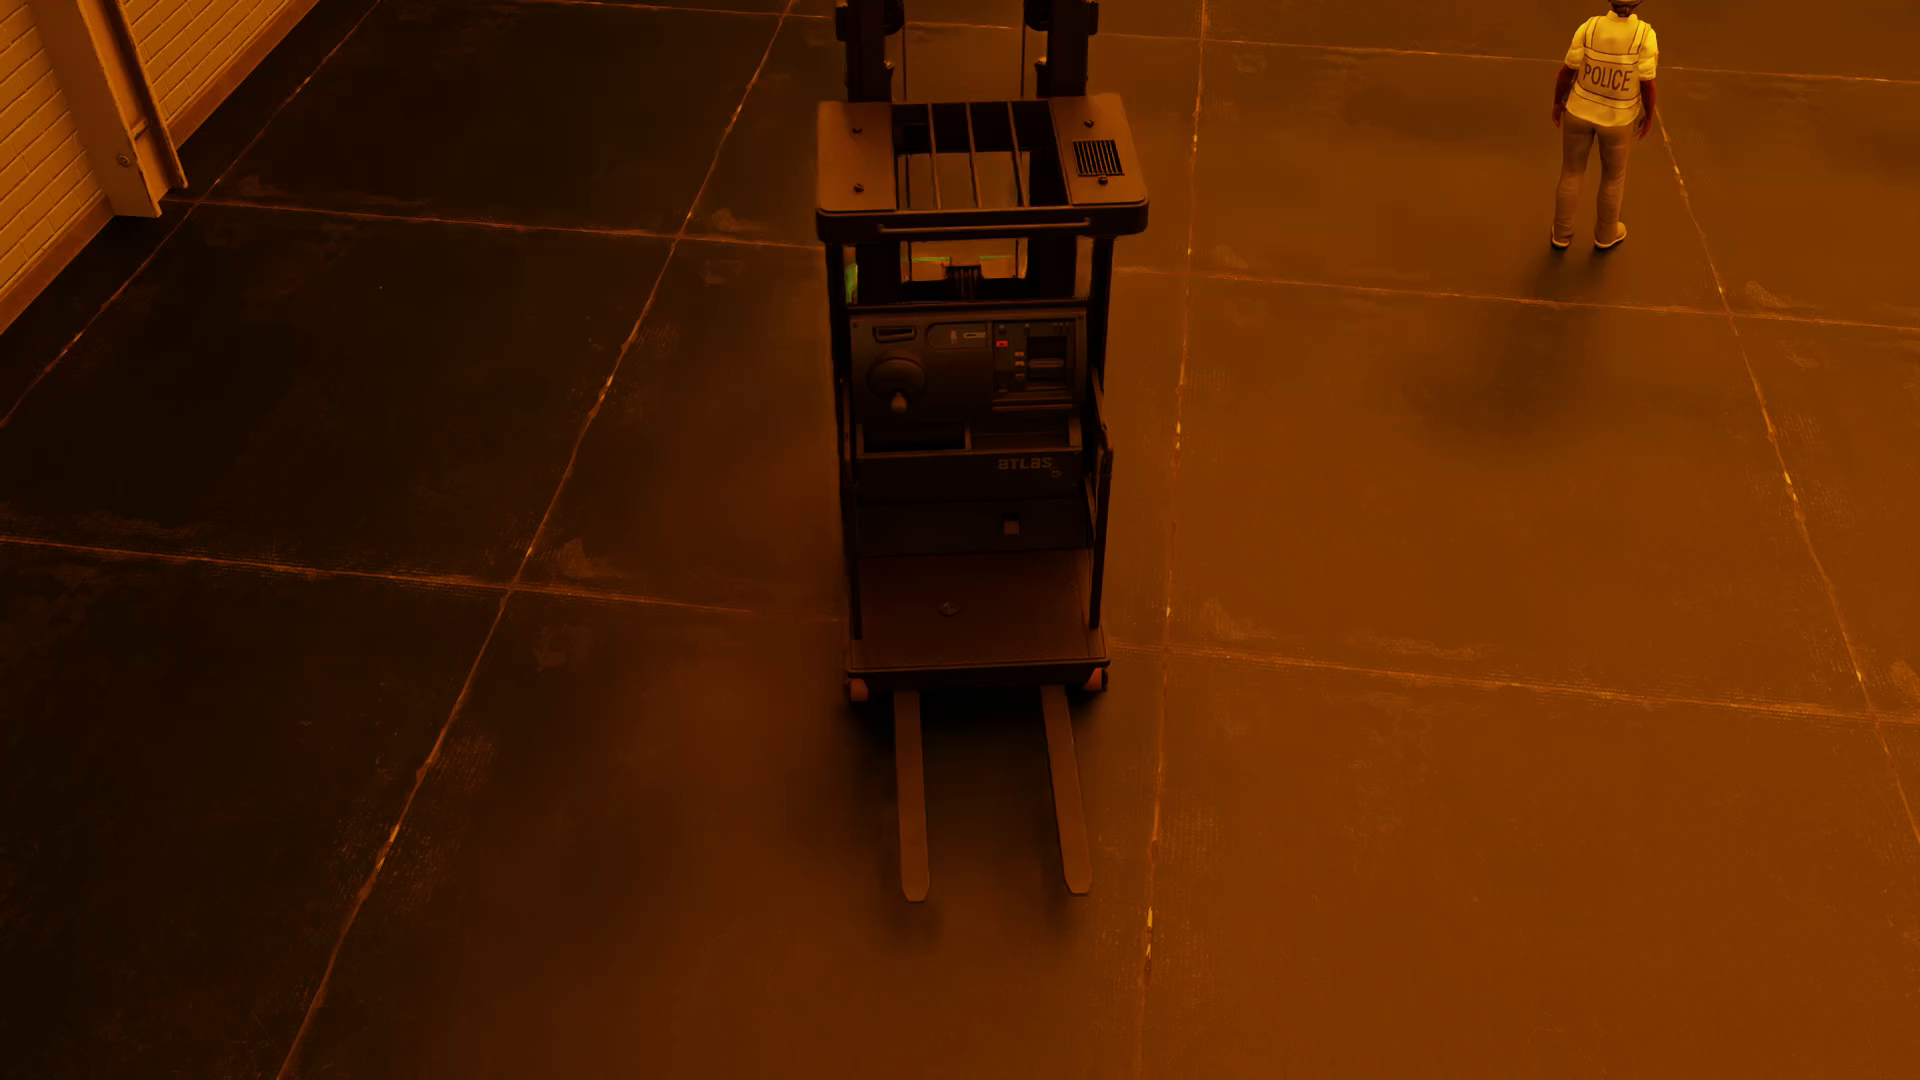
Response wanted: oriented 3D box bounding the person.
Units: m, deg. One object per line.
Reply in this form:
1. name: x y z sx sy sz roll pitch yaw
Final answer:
1. person: 3.590 -2.397 9.239 0.569 1.693 0.530 21 47 22

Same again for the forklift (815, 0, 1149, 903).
1. forklift: 0.051 -0.619 6.398 1.130 2.935 3.031 -2 43 -3
